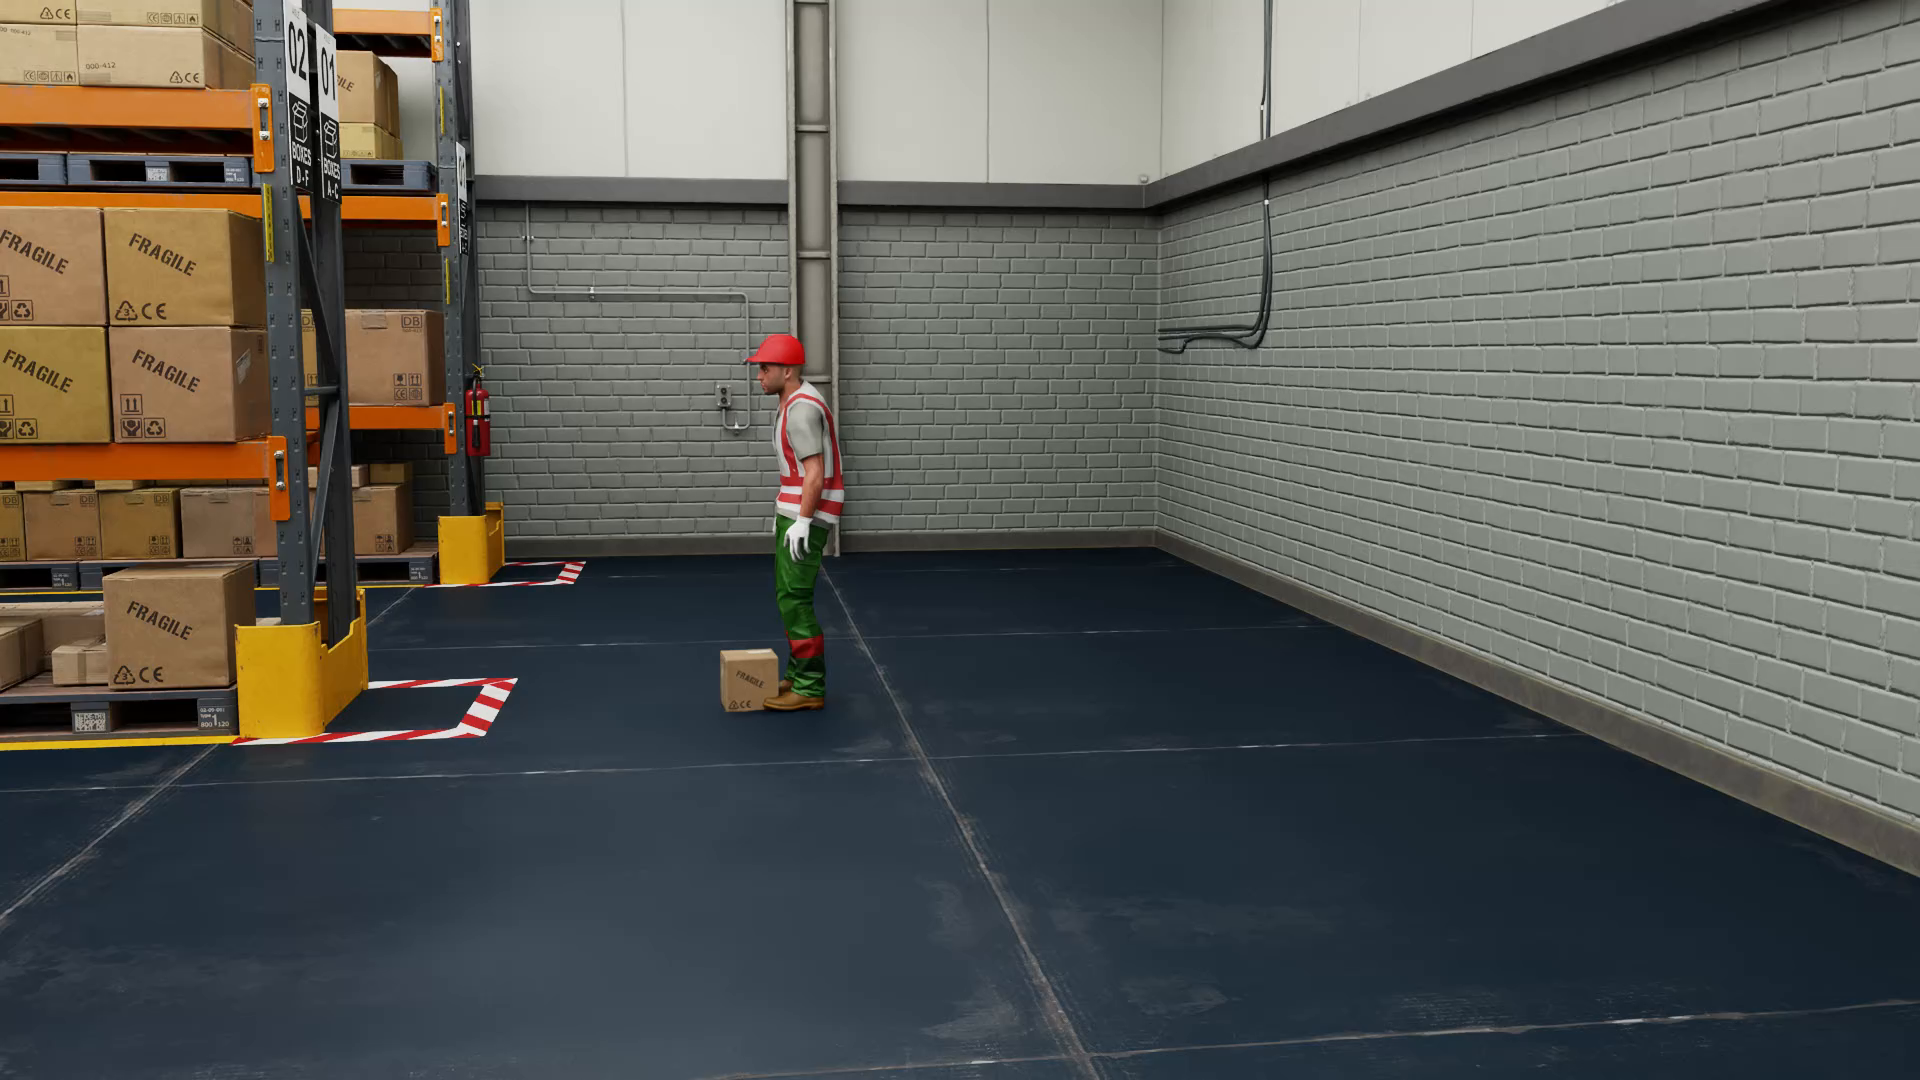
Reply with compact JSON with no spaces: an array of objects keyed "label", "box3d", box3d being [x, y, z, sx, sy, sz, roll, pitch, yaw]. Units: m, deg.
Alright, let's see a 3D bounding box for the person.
[{"label":"person","box3d":[-0.788,-0.088,7.934,0.452,1.777,0.610,-1,7,-12]}]
